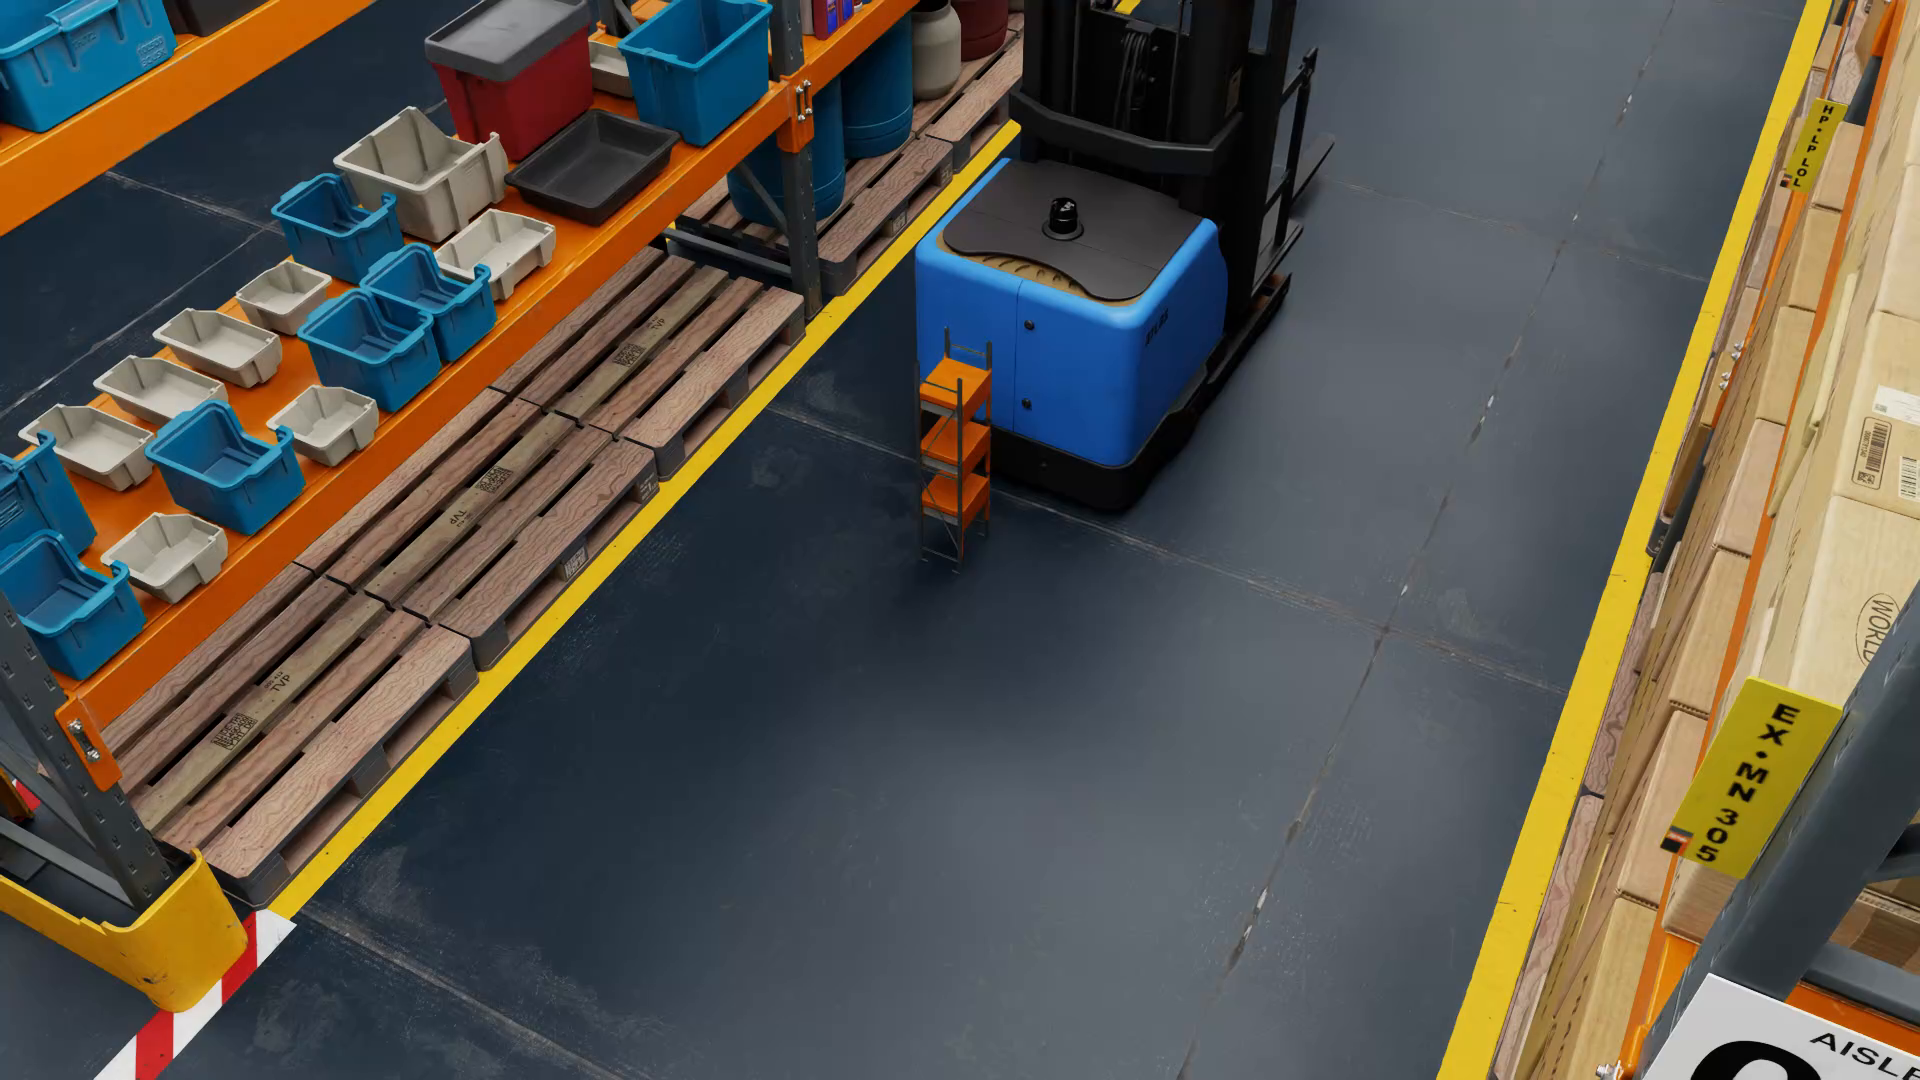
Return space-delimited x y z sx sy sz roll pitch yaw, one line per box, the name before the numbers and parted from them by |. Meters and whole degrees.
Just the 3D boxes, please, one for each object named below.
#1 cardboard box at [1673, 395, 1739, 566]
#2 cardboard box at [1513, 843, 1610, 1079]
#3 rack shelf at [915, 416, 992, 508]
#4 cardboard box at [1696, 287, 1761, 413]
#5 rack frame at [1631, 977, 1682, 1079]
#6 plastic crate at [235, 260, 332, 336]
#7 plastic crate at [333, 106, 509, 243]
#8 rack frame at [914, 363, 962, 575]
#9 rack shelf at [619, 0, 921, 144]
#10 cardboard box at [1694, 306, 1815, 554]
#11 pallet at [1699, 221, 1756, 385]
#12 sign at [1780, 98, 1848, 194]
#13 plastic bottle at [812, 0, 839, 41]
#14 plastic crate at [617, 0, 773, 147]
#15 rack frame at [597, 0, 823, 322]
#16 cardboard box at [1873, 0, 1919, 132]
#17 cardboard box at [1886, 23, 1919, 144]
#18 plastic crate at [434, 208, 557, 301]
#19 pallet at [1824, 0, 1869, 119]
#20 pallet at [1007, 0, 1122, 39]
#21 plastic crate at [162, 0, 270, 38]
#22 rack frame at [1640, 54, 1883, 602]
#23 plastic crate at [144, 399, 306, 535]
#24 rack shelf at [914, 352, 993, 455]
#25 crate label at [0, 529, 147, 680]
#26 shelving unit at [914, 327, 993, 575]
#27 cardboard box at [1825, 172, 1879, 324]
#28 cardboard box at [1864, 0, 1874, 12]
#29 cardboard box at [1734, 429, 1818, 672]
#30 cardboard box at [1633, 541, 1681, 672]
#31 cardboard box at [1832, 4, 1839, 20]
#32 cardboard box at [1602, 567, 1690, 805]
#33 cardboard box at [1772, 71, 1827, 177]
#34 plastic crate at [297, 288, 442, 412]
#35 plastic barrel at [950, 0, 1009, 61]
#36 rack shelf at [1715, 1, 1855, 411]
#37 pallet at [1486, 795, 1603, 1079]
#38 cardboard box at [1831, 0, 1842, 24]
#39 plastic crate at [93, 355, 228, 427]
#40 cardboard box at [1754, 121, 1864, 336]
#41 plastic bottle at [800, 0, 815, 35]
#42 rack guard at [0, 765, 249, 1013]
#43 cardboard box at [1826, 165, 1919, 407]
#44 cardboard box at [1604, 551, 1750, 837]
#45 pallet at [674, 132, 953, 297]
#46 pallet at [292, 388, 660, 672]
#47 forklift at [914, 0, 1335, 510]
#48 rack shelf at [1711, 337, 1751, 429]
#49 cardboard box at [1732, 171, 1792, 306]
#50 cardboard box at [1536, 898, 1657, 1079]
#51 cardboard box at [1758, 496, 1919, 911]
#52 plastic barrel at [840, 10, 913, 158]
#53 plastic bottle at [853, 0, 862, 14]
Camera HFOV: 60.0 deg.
cardboard box | 2.530 -0.160 5.008 0.500 0.500 0.500 21 49 20
cardboard box | 1.591 1.106 3.758 0.500 0.500 0.500 21 49 19
rack shelf | -0.025 -0.328 6.631 0.215 0.259 0.240 20 49 19
cardboard box | 3.455 -0.669 7.030 0.500 0.500 0.500 21 49 19
rack frame | 1.386 1.841 3.102 1.000 3.000 0.127 20 49 19
plastic crate | -2.405 -0.853 5.907 0.298 0.136 0.250 20 49 19
plastic crate | -2.015 -1.395 6.341 0.437 0.282 0.530 20 49 19
rack frame | -0.081 -0.258 6.547 0.200 1.050 0.008 20 49 19
rack shelf | -0.214 -3.324 8.712 1.077 0.370 4.000 20 49 19
cardboard box | 2.297 -0.213 4.358 0.500 0.500 0.500 19 48 18
pallet | 4.152 -0.995 7.865 1.003 0.211 1.213 20 49 19
sign | 2.750 -1.267 5.359 0.100 0.325 0.005 20 49 19
plastic bottle | -0.595 -2.366 7.341 0.061 0.283 0.133 20 49 19
plastic crate | -1.057 -1.926 6.793 0.392 0.384 0.575 20 49 19
rack frame | -1.143 -2.317 7.211 1.000 3.000 0.127 20 49 19
cardboard box | 2.562 -1.143 4.047 0.500 0.250 0.500 20 49 19
cardboard box | 2.324 -1.005 3.560 0.500 0.250 0.500 20 49 19
plastic crate | -1.685 -1.049 6.101 0.293 0.136 0.466 20 49 19
pallet | 4.201 -1.905 6.938 1.003 0.211 1.213 20 49 19
pallet | 0.385 -3.346 10.189 1.003 0.211 1.213 20 49 19
plastic crate | -2.047 -1.701 4.537 0.504 0.338 0.767 20 49 19
rack frame | 3.243 -0.679 5.592 1.000 3.000 0.127 20 49 19
plastic crate | -2.288 -0.221 5.215 0.416 0.233 0.300 20 49 19
rack shelf | -0.025 -0.527 6.429 0.215 0.259 0.240 20 49 19
crate label | -2.593 0.194 4.805 0.416 0.233 0.303 20 49 19
shelving unit | -0.025 -0.335 6.623 0.215 1.050 0.252 20 49 19
cardboard box | 2.100 -0.512 3.423 0.500 0.250 0.500 20 49 19
cardboard box | 4.314 -2.435 6.962 0.700 0.500 0.500 30 52 26
cardboard box | 1.633 0.117 2.802 0.500 0.250 0.500 20 49 19
cardboard box | 2.857 0.304 6.201 0.500 0.311 0.500 20 49 19
cardboard box | 5.128 -2.792 9.318 0.500 0.250 0.500 22 49 20
cardboard box | 2.061 0.476 4.380 0.500 0.500 0.500 20 49 19
cardboard box | 4.397 -1.951 8.297 0.500 0.500 0.500 19 48 18
plastic crate | -1.982 -0.636 5.625 0.416 0.233 0.300 20 49 19
plastic barrel | -0.022 -3.111 9.396 0.600 0.588 0.708 20 49 19
rack shelf | 4.171 -1.686 7.093 1.077 0.370 4.000 20 49 19
pallet | 2.358 1.505 5.394 1.003 0.211 1.213 20 49 19
cardboard box | 5.125 -2.988 9.118 0.500 0.311 0.500 22 49 20
plastic crate | -2.634 -0.477 5.535 0.396 0.136 0.243 20 49 19
cardboard box | 2.775 -0.862 4.999 0.500 0.500 0.500 22 49 20
plastic bottle | -0.673 -2.440 7.367 0.144 0.351 0.185 20 49 19
rack guard | -2.999 1.101 5.590 1.175 0.500 0.348 20 49 19
cardboard box | 1.866 -0.373 2.935 0.500 0.250 0.500 20 49 19
cardboard box | 1.819 0.436 3.716 0.500 0.500 0.500 22 49 20
pallet | -0.747 -1.809 8.669 1.003 0.211 1.213 20 49 19
pallet | -2.015 -0.089 6.970 1.003 0.211 1.213 20 49 19
forklift | 0.962 -2.200 7.144 1.130 2.935 3.031 22 49 20
rack shelf | 2.315 0.834 4.603 1.077 0.370 4.000 20 49 19
cardboard box | 3.922 -1.306 7.660 0.500 0.500 0.500 19 48 18
cardboard box | 1.349 1.083 3.077 0.500 0.500 0.500 20 49 19
cardboard box | 1.399 0.256 2.313 0.500 0.250 0.500 20 49 19
plastic barrel | -0.546 -2.510 8.582 0.600 0.901 0.708 20 49 19
plastic bottle | -0.495 -2.500 7.531 0.097 0.201 0.097 0 45 0
